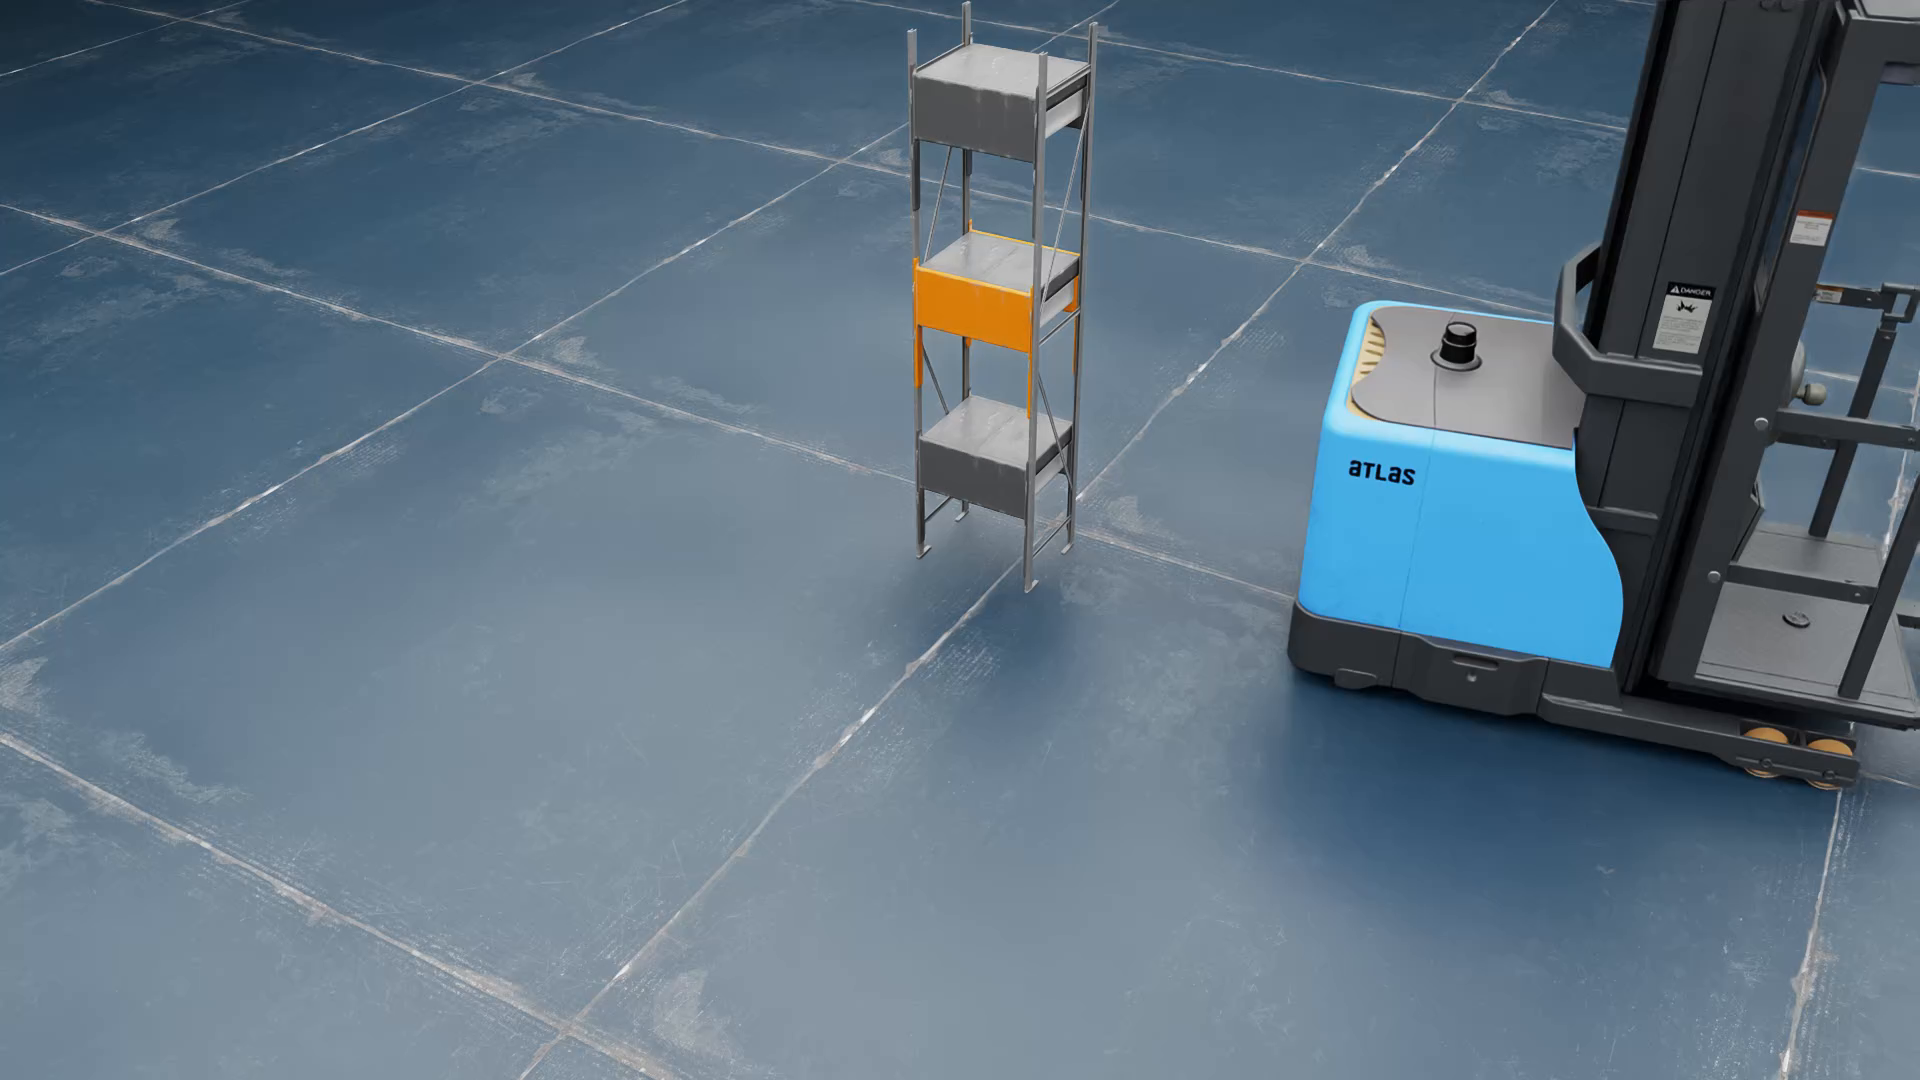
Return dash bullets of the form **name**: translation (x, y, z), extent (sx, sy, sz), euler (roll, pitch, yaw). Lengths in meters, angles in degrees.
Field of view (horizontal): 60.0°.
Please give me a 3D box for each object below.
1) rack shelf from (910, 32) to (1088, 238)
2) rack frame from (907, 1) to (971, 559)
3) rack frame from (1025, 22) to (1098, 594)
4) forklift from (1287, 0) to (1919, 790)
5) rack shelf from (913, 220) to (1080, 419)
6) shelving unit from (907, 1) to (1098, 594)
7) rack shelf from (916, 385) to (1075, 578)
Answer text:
- **rack shelf**: translation (0.144, -1.400, 5.719), extent (0.480, 0.518, 0.431), euler (18, 37, 24)
- **rack frame**: translation (-0.068, -0.896, 6.200), extent (0.015, 2.100, 0.400), euler (18, 37, 24)
- **rack frame**: translation (0.356, -0.761, 5.999), extent (0.015, 2.100, 0.400), euler (18, 37, 24)
- **forklift**: translation (2.756, -0.724, 5.194), extent (3.031, 2.935, 1.130), euler (10, 35, 15)
- **rack shelf**: translation (0.144, -0.817, 6.107), extent (0.480, 0.518, 0.431), euler (18, 37, 24)
- **shelving unit**: translation (0.144, -0.828, 6.100), extent (0.503, 2.100, 0.431), euler (18, 37, 24)
- **rack shelf**: translation (0.144, -0.234, 6.495), extent (0.480, 0.518, 0.431), euler (18, 37, 24)
